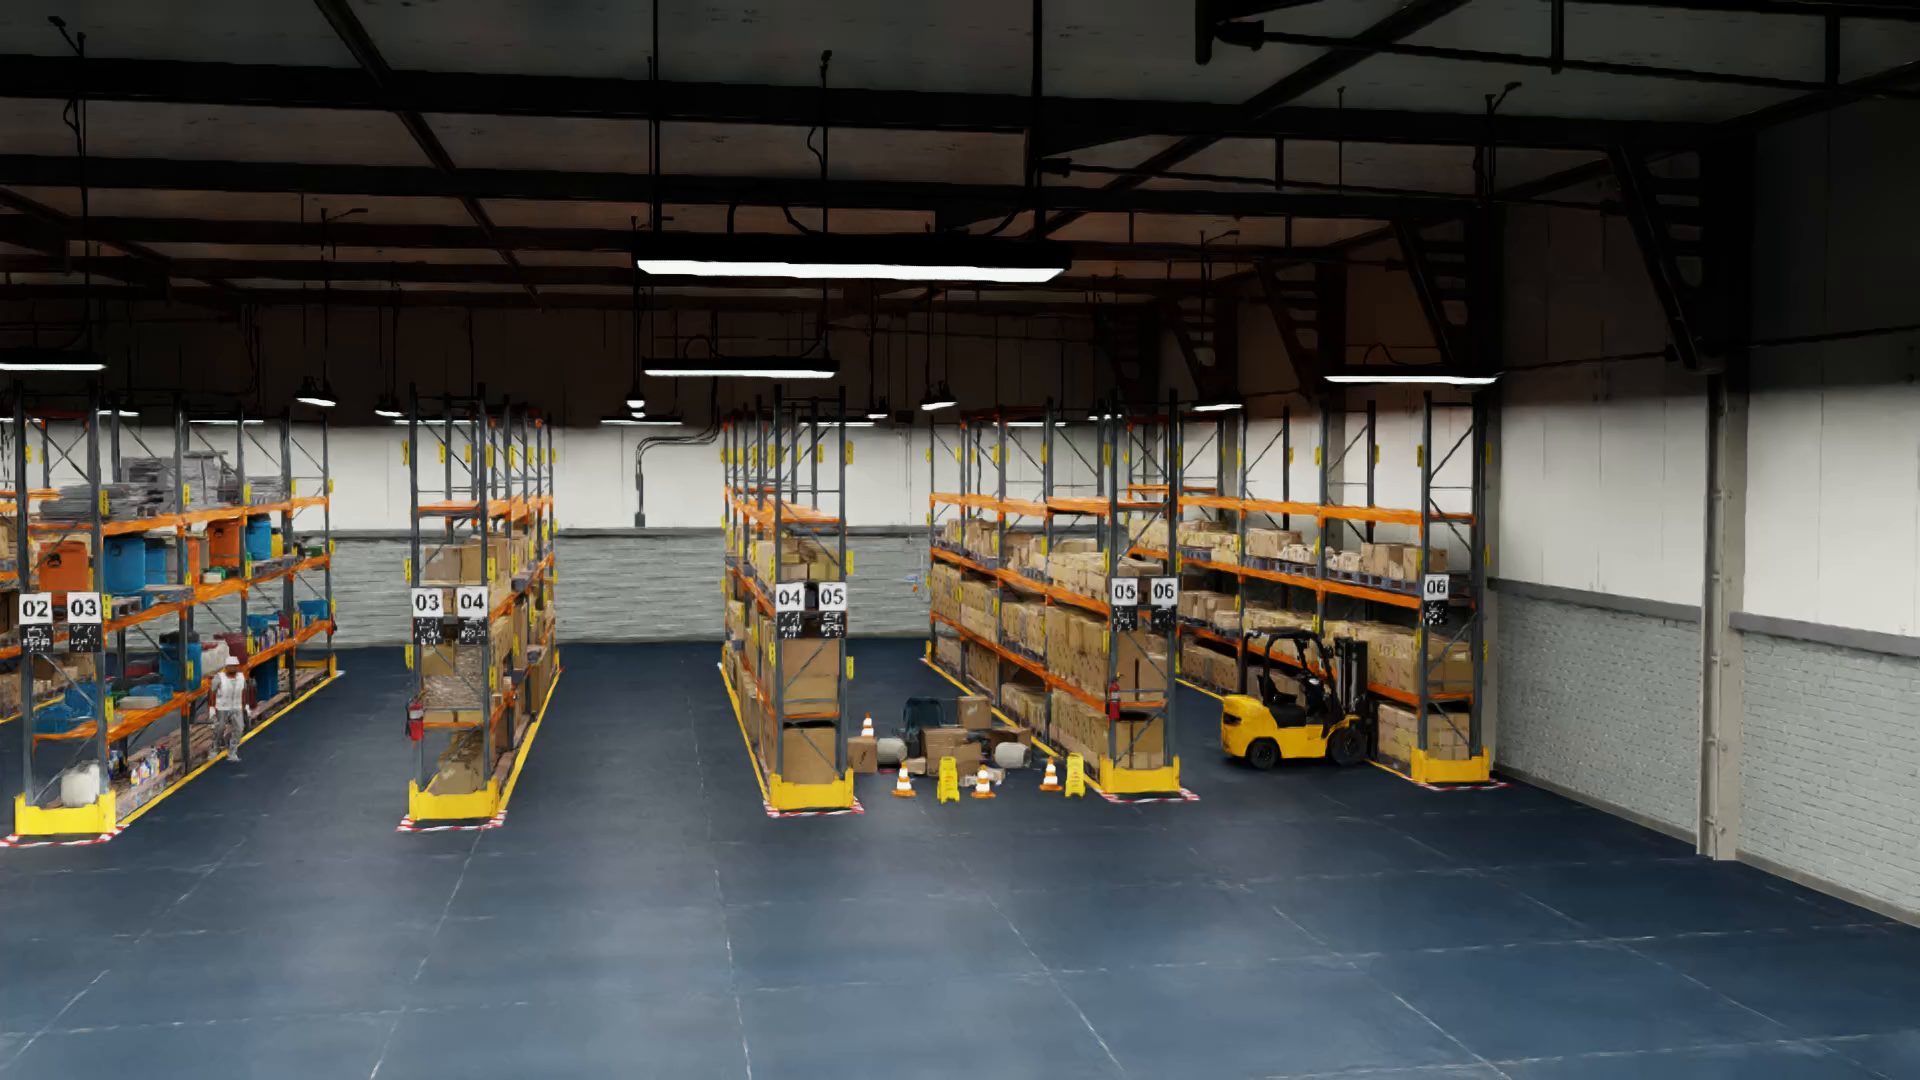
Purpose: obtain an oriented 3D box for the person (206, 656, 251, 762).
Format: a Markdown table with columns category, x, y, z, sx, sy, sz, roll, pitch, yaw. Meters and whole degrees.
| category | x | y | z | sx | sy | sz | roll | pitch | yaw |
| --- | --- | --- | --- | --- | --- | --- | --- | --- | --- |
| person | -12.025 | 2.753 | 27.305 | 0.685 | 1.744 | 0.675 | 3 | 4 | 44 |
